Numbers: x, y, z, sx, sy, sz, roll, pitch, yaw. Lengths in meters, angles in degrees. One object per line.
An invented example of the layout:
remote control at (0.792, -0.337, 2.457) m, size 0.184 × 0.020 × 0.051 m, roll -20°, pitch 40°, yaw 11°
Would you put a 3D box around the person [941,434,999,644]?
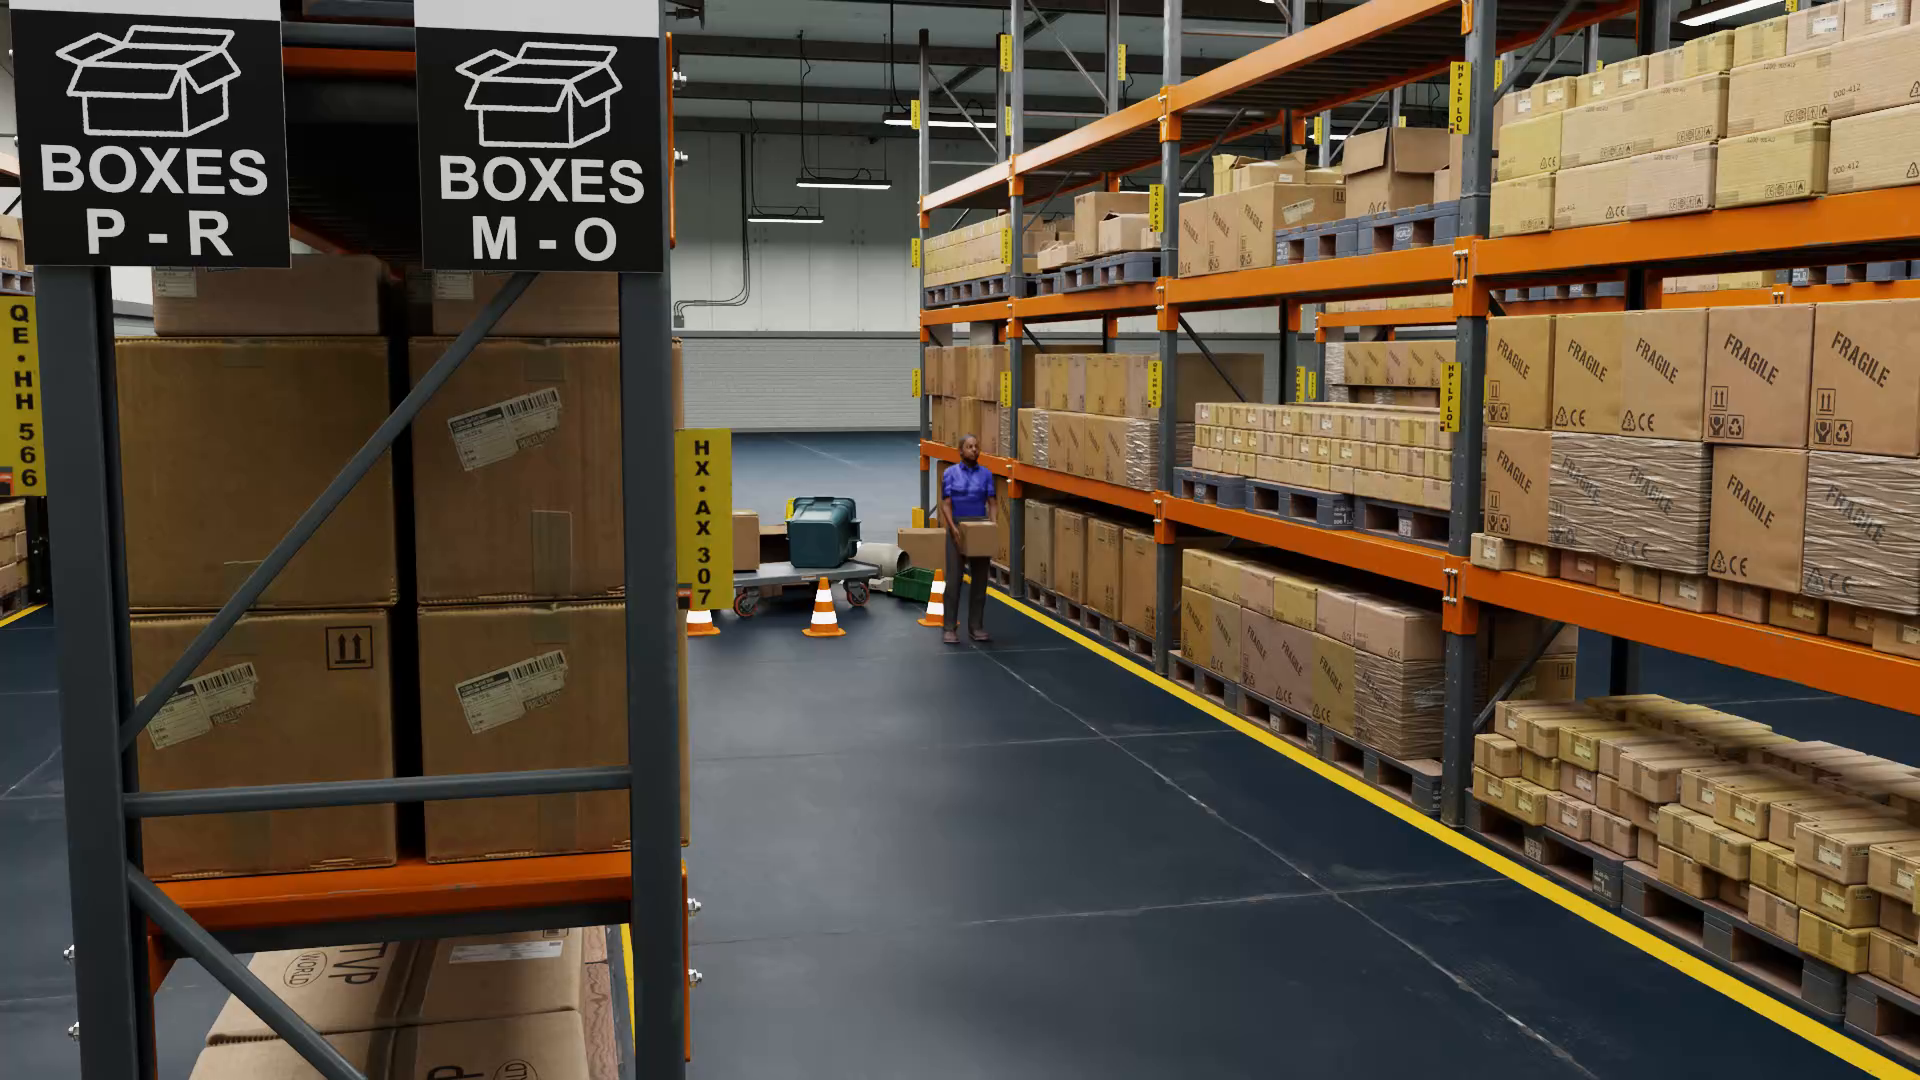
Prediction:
person at (0.085, -0.015, 13.339) m, size 0.494 × 1.658 × 0.449 m, roll -1°, pitch 6°, yaw -13°
